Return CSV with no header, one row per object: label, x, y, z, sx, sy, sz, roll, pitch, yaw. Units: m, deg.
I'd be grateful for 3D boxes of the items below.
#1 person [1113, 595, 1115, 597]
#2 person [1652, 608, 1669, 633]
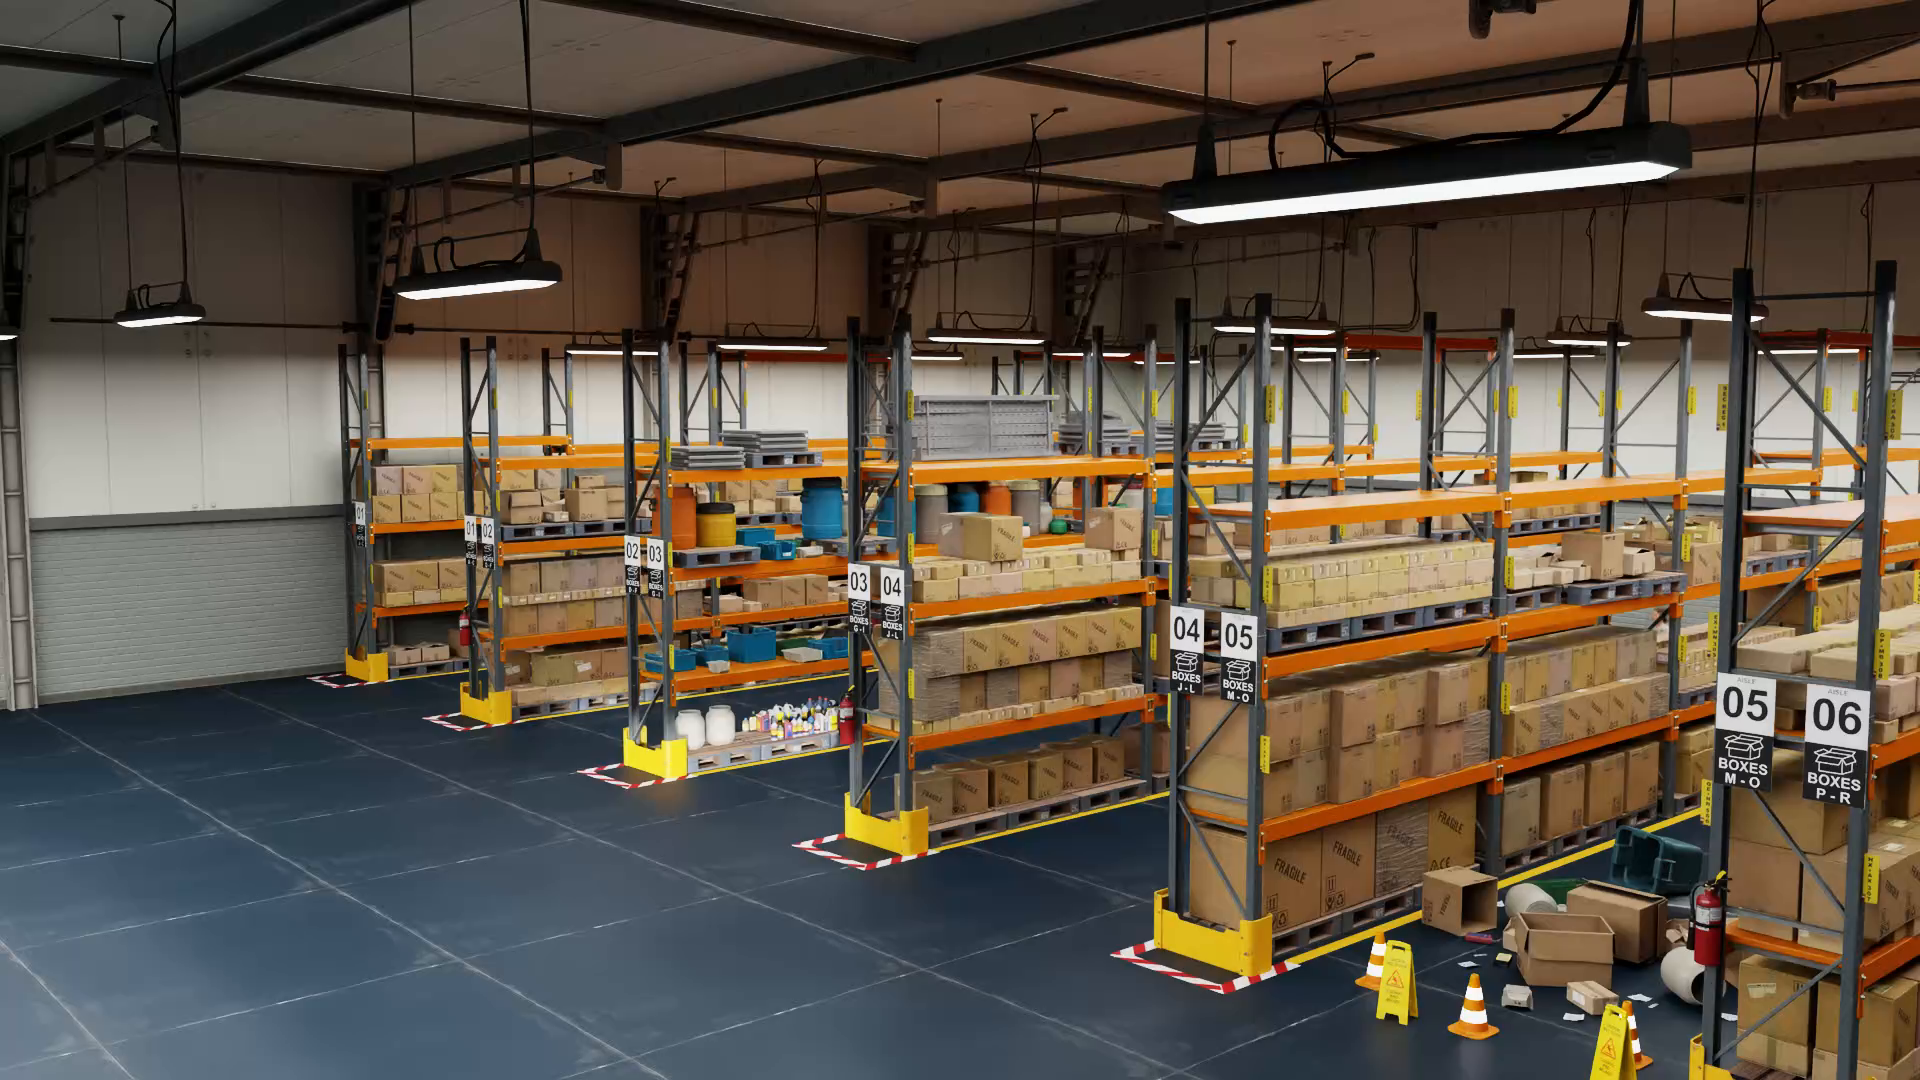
person,4.016,0.724,40.600,0.619,1.672,0.704,-2,5,-17
person,11.712,1.915,27.762,0.598,1.599,0.677,-1,5,-14
